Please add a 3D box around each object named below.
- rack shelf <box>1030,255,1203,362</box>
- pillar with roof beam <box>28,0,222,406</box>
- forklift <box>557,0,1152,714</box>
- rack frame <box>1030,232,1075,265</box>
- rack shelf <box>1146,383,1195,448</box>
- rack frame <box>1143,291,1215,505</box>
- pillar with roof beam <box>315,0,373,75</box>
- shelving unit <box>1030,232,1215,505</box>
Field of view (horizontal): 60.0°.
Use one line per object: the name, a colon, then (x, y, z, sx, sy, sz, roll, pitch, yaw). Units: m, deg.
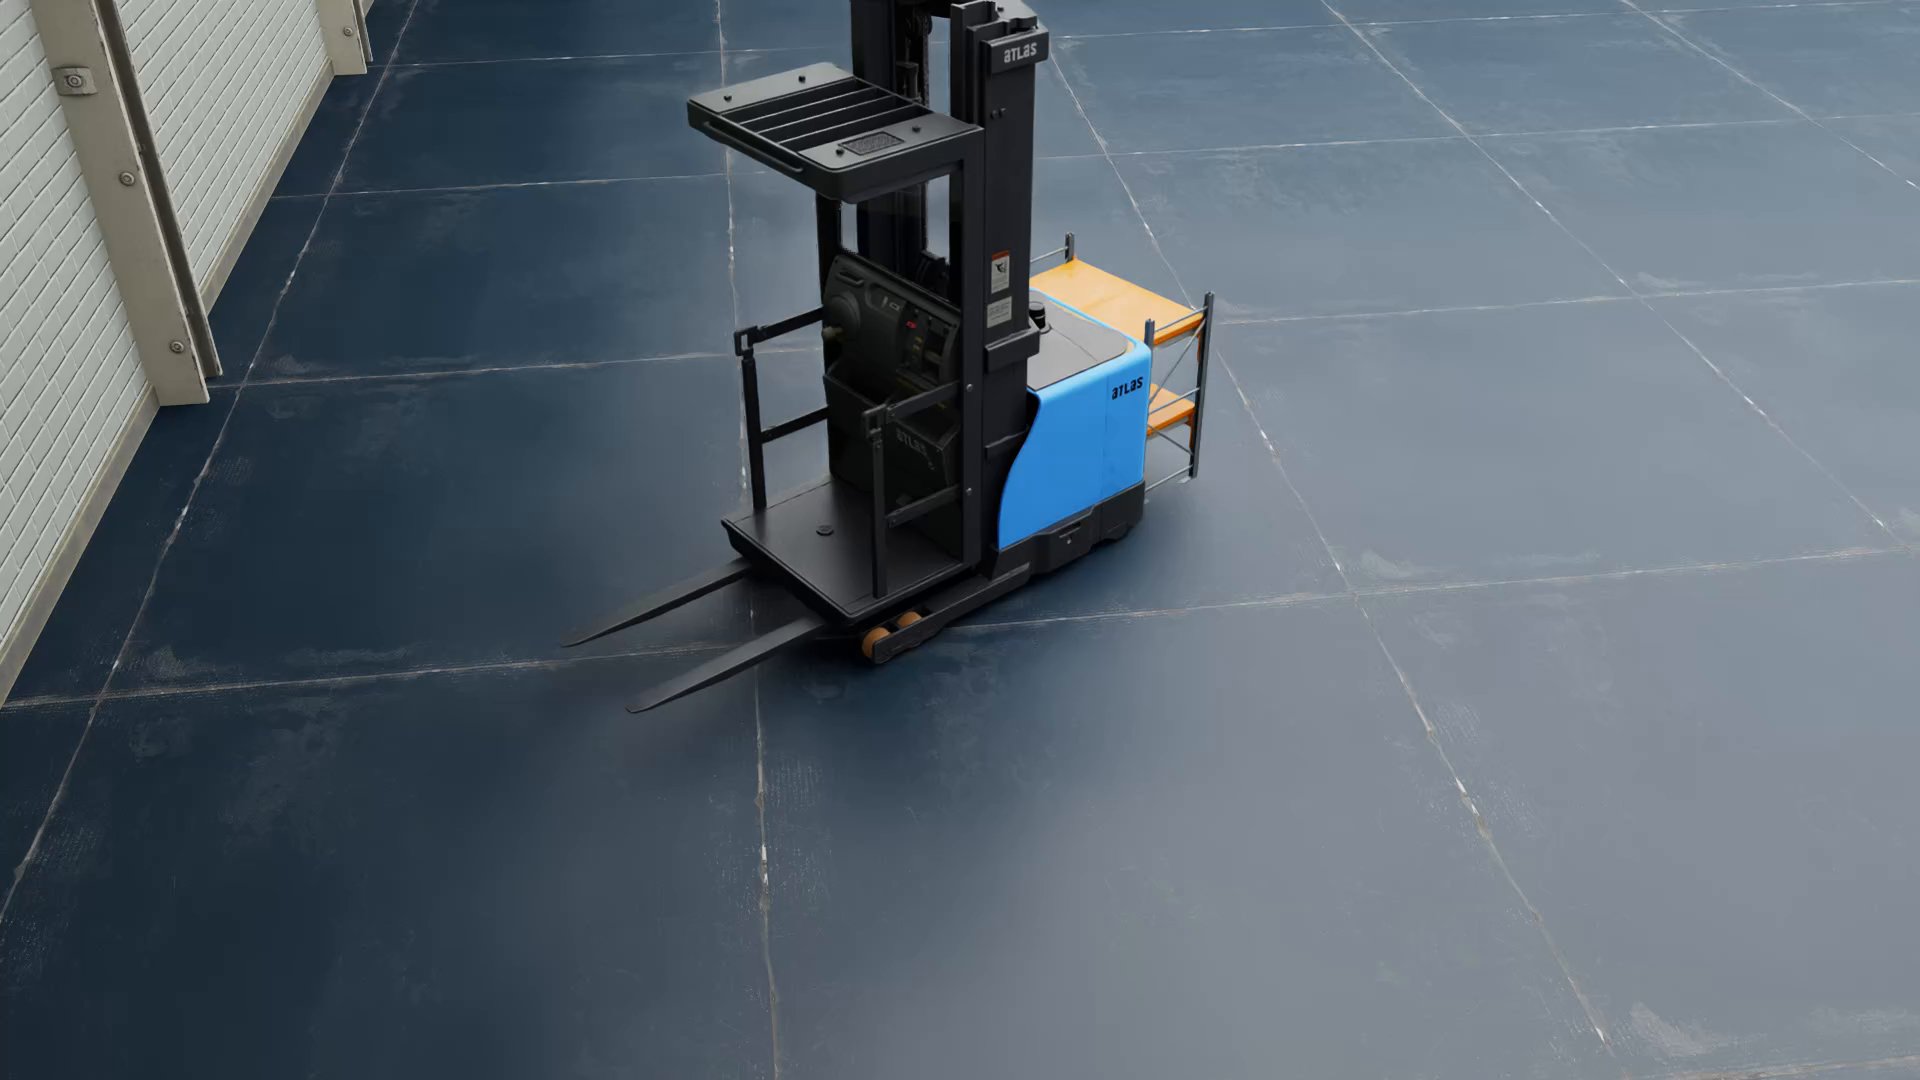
rack shelf: (0.787, -1.184, 8.969, 0.538, 0.278, 1.000, -27, 43, -34)
pillar with roof beam: (-0.418, -4.964, 8.044, 9.100, 9.000, 0.400, -4, 35, -6)
forklift: (-0.484, -0.962, 7.559, 3.031, 2.935, 1.130, -25, 42, -32)
rack frame: (0.446, -1.155, 9.445, 0.500, 1.125, 0.032, -27, 43, -34)
rack shelf: (0.787, -0.740, 9.272, 0.538, 0.278, 1.000, -27, 43, -34)
rack frame: (1.128, -0.730, 8.823, 0.500, 1.125, 0.032, -27, 43, -34)
pillar with roof beam: (-1.225, -8.313, 12.957, 9.100, 9.000, 0.400, -4, 35, -6)
shelving unit: (0.787, -0.943, 9.134, 0.538, 1.125, 1.048, -27, 43, -34)
